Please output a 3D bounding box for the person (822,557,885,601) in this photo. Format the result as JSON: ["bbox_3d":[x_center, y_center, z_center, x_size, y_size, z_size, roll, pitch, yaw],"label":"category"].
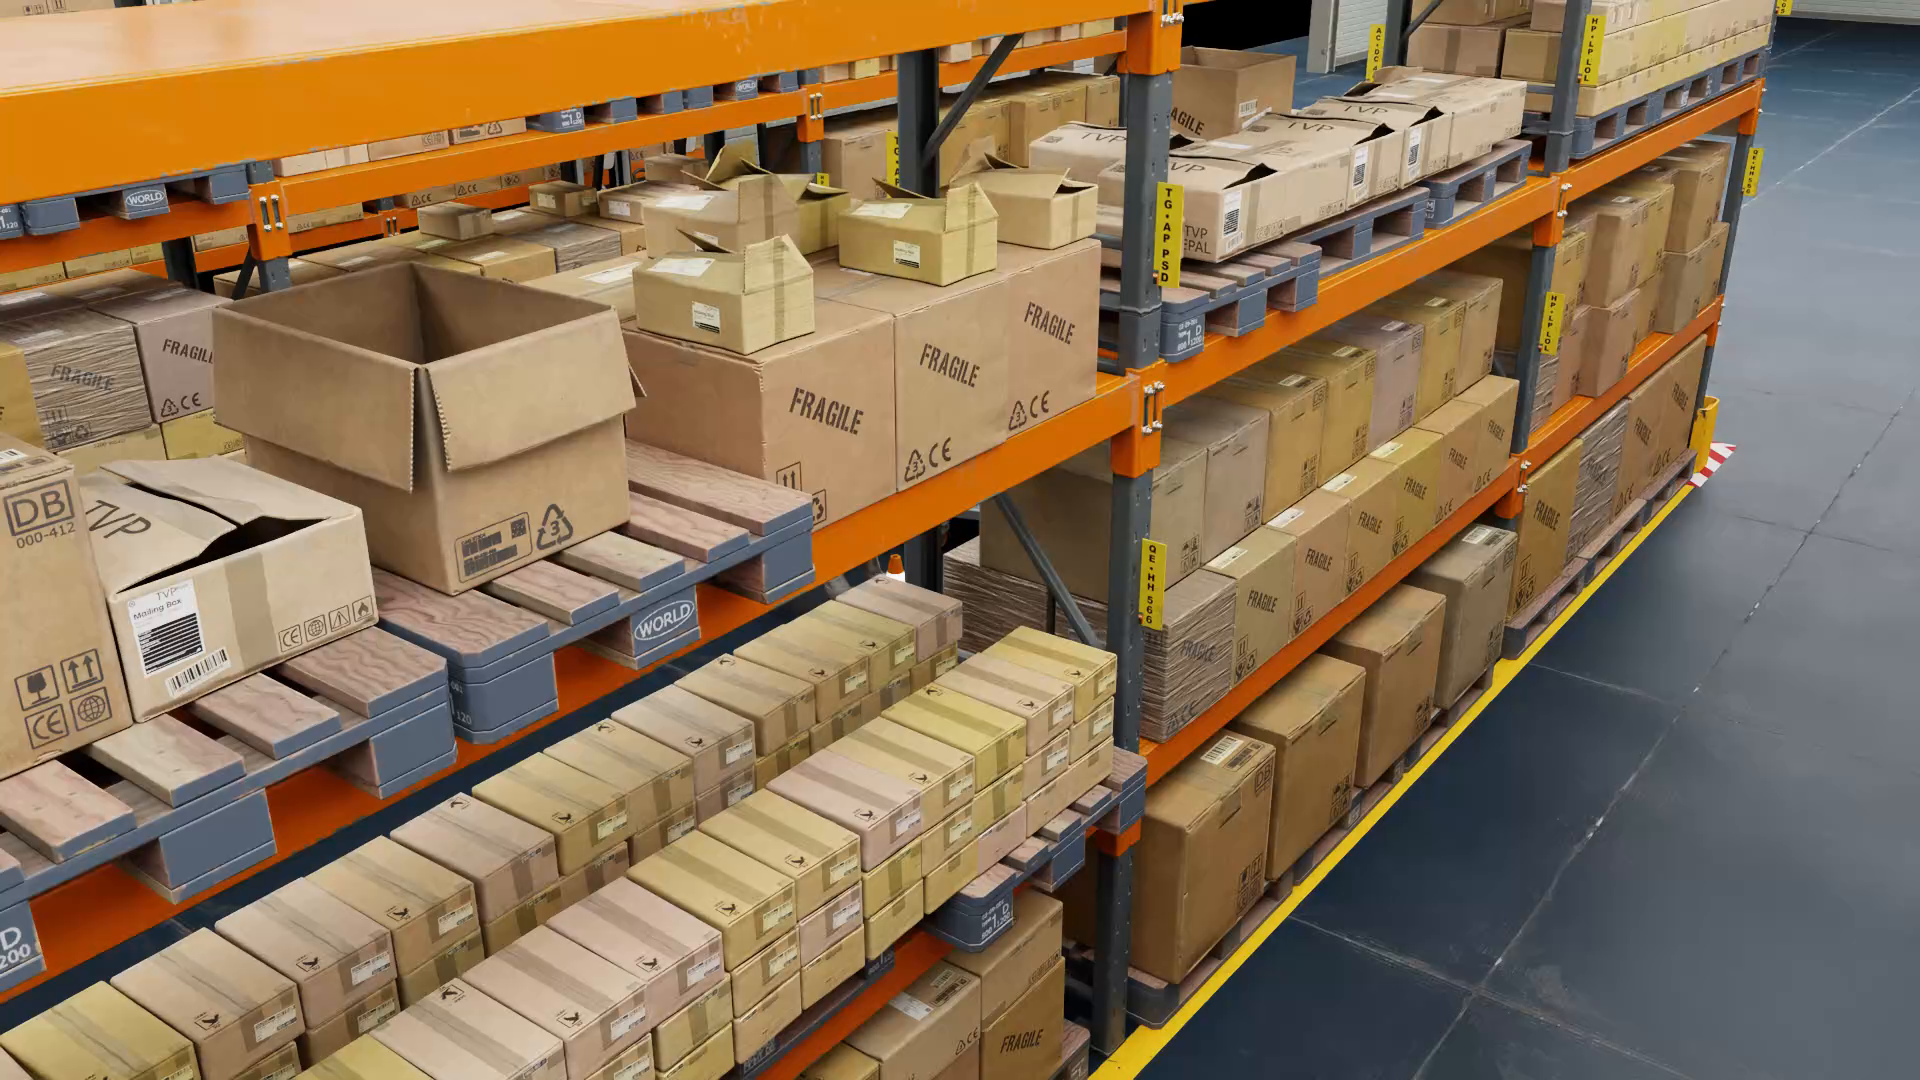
[{"bbox_3d":[-0.622,-0.134,9.635,0.609,1.484,0.533,17,29,34],"label":"person"}]
